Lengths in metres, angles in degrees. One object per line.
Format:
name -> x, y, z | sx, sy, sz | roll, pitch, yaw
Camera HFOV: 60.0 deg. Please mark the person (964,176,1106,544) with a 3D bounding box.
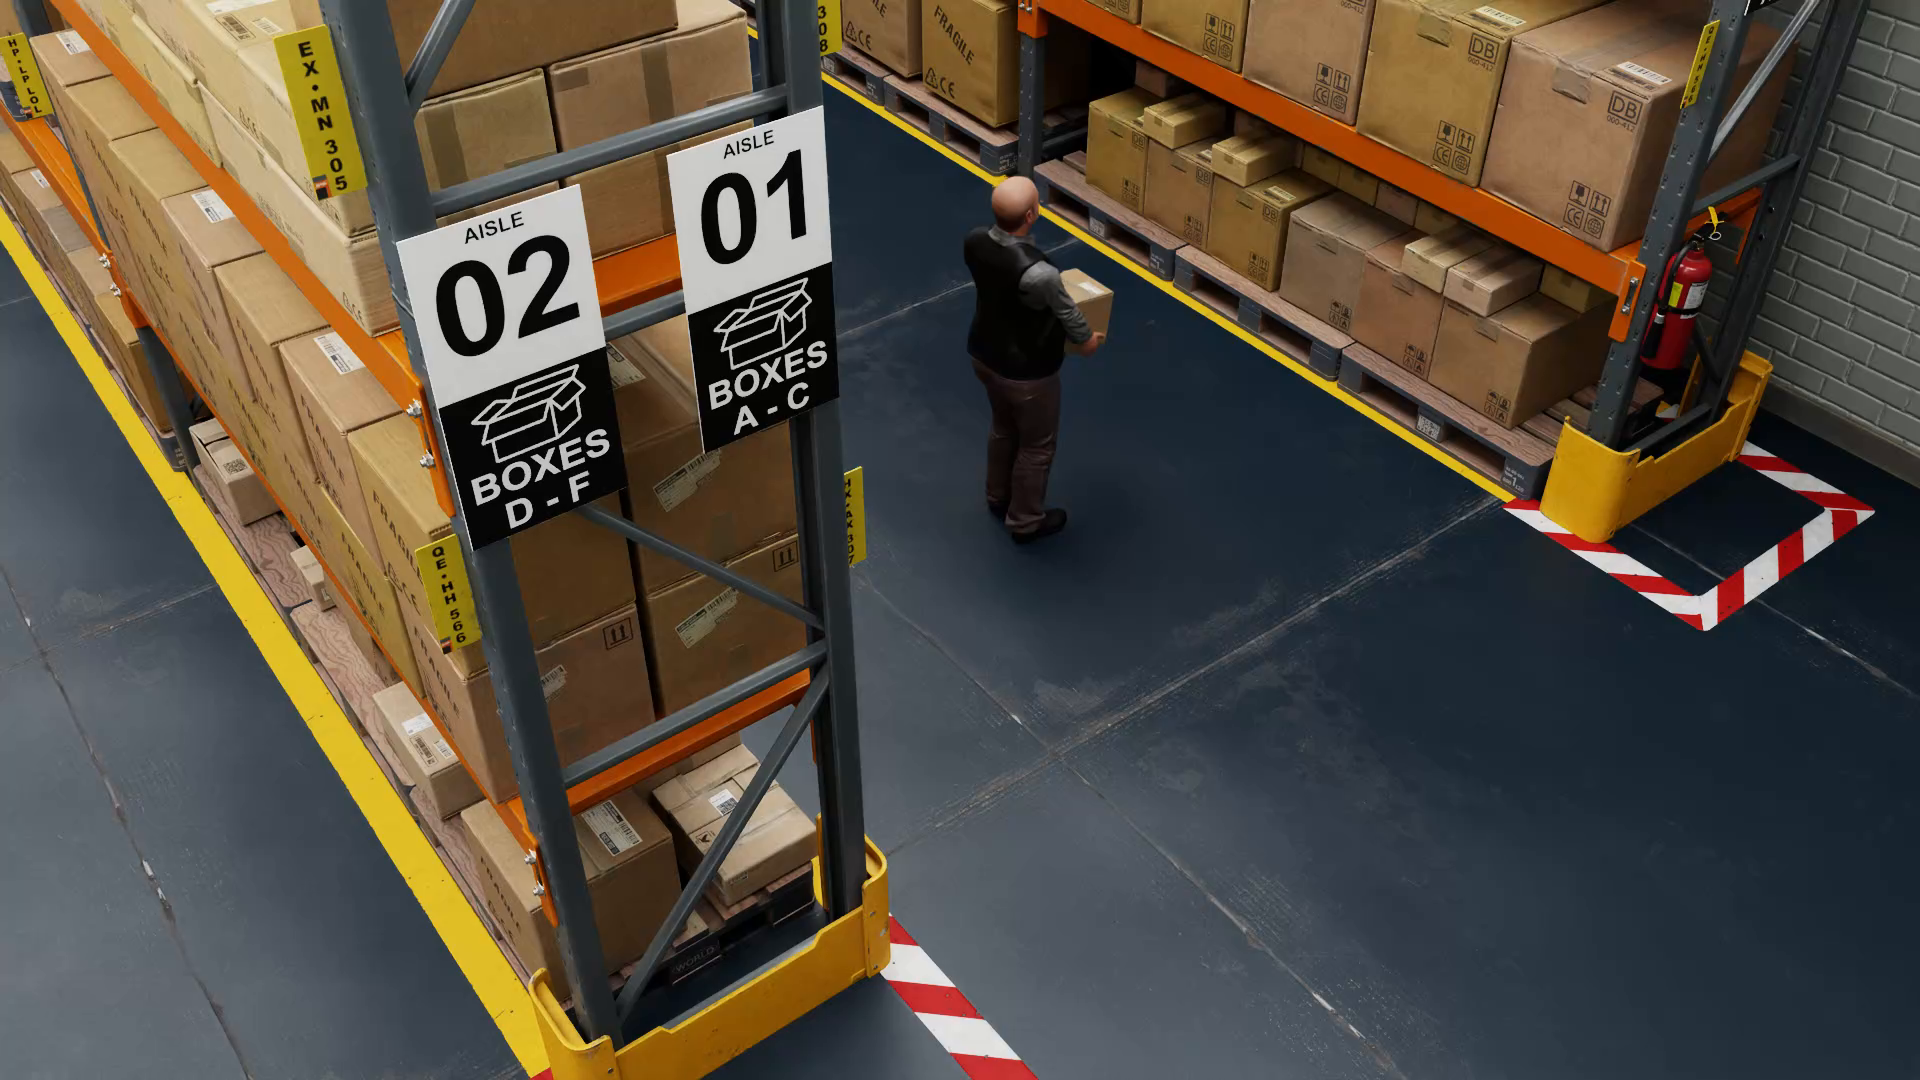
person -> 0.311, -0.801, 7.133 | 0.556, 1.720, 0.495 | -26, 47, -28
